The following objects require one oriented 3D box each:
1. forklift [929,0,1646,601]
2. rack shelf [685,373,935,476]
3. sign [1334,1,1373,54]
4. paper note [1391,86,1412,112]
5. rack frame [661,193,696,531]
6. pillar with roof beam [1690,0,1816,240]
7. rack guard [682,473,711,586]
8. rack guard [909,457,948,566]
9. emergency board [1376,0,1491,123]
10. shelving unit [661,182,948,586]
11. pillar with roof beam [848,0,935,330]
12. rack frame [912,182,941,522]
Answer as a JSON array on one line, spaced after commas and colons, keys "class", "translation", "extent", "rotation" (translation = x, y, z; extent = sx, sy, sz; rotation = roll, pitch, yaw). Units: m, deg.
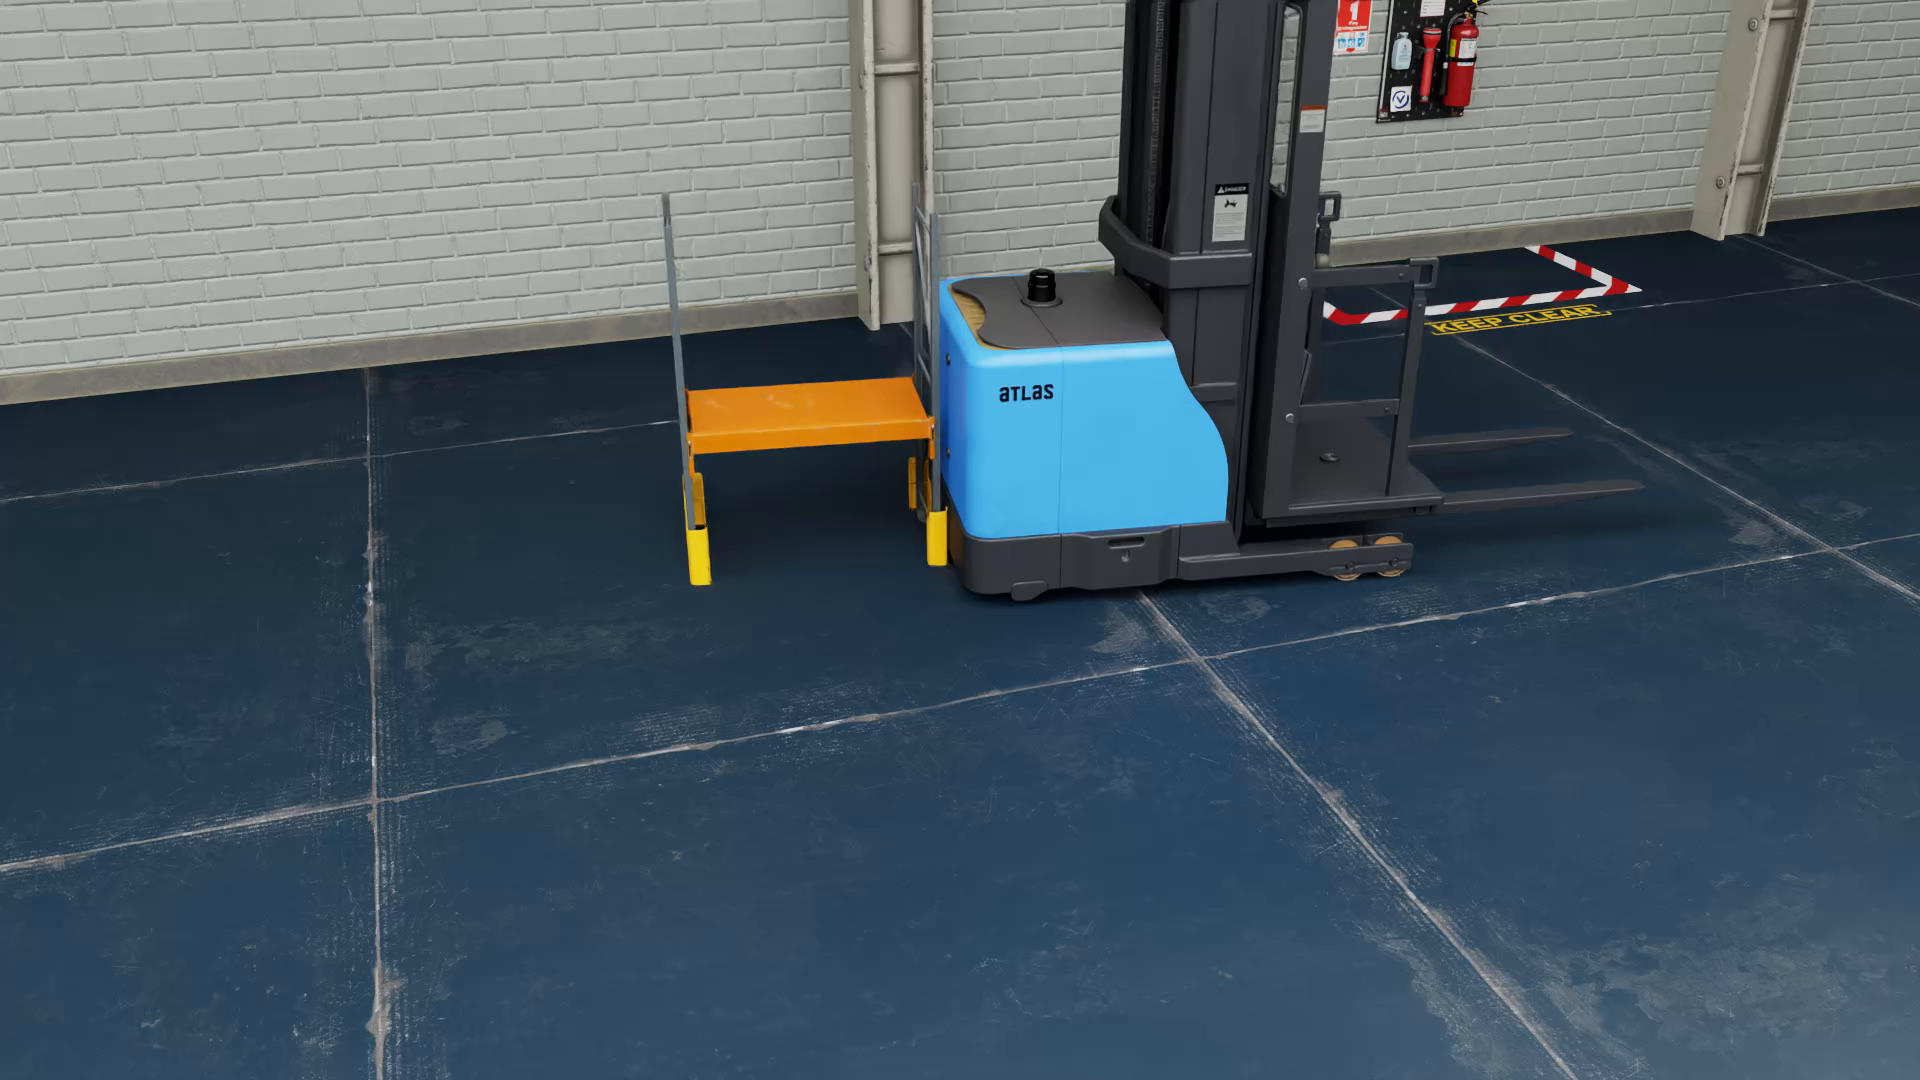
[{"class": "forklift", "translation": [1.427, -1.370, 6.714], "extent": [3.031, 2.935, 1.130], "rotation": [-5, 27, -9]}, {"class": "rack shelf", "translation": [-0.640, -0.490, 6.954], "extent": [1.000, 0.185, 0.538], "rotation": [-5, 27, -9]}, {"class": "sign", "translation": [2.405, -3.145, 10.172], "extent": [0.234, 0.329, 0.001], "rotation": [-8, 28, -16]}, {"class": "paper note", "translation": [2.773, -2.772, 10.451], "extent": [0.142, 0.148, 0.016], "rotation": [-8, 28, -16]}, {"class": "rack frame", "translation": [-1.140, -0.611, 6.794], "extent": [0.032, 1.500, 0.500], "rotation": [-5, 27, -9]}, {"class": "pillar with roof beam", "translation": [6.658, -4.353, 5.898], "extent": [0.400, 9.000, 9.100], "rotation": [-8, 28, -16]}, {"class": "rack guard", "translation": [-1.121, -0.053, 7.075], "extent": [0.087, 0.250, 0.587], "rotation": [-5, 27, -9]}, {"class": "rack guard", "translation": [-0.141, -0.131, 7.232], "extent": [0.087, 0.250, 0.587], "rotation": [-5, 27, -9]}, {"class": "emergency board", "translation": [2.963, -3.162, 10.246], "extent": [0.643, 1.169, 0.194], "rotation": [-8, 28, -16]}, {"class": "shelving unit", "translation": [-0.631, -0.651, 6.876], "extent": [1.083, 1.500, 0.587], "rotation": [-5, 27, -9]}, {"class": "pillar with roof beam", "translation": [0.953, -3.527, 4.234], "extent": [0.400, 9.000, 9.100], "rotation": [-8, 28, -16]}, {"class": "rack frame", "translation": [-0.139, -0.690, 6.954], "extent": [0.032, 1.500, 0.500], "rotation": [-5, 27, -9]}]
